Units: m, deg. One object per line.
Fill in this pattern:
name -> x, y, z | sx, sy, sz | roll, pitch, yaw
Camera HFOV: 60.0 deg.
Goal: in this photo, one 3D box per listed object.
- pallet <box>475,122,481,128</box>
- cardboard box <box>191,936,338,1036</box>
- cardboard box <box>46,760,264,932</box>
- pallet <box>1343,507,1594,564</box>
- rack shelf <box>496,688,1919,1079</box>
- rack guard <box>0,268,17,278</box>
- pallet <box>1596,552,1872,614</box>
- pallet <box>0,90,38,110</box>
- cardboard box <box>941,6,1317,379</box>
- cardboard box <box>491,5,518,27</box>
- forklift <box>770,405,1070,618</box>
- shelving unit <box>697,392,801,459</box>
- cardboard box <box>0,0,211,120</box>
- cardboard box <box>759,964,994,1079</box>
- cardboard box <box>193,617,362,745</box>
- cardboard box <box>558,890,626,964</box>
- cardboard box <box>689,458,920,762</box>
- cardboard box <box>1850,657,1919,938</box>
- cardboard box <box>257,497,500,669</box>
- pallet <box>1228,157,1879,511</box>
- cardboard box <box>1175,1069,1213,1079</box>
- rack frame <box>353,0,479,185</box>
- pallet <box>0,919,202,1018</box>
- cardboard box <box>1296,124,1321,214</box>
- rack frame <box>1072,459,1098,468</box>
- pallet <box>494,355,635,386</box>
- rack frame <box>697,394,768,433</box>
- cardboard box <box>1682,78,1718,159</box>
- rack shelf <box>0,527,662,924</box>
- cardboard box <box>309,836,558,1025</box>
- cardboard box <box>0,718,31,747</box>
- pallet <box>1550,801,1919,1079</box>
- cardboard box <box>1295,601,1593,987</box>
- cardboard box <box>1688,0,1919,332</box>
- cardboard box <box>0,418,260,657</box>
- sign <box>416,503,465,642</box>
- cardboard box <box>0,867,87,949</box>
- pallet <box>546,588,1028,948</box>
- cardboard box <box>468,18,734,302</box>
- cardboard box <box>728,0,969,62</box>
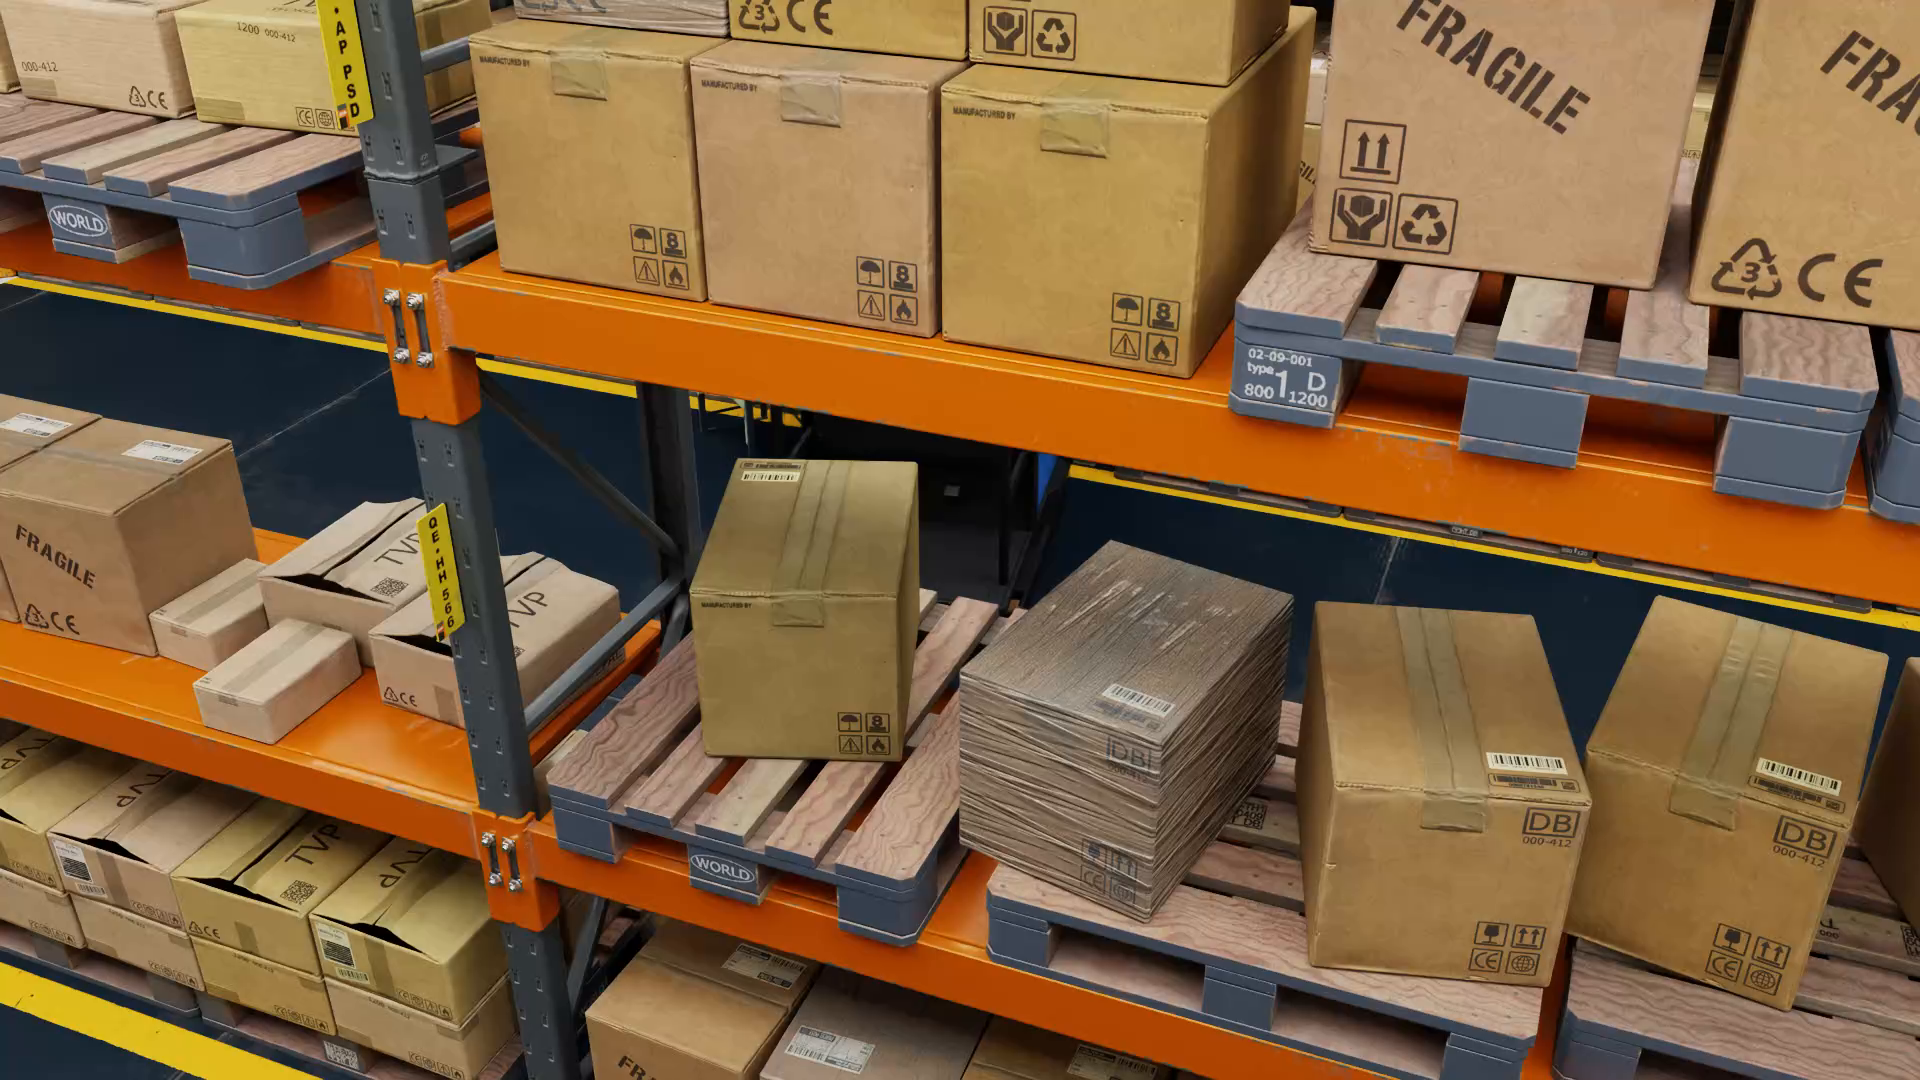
pallet -> -2.201, -2.379, 9.606 | 1.213, 0.211, 1.003 | 11, 31, 19
cardboard box -> -2.065, 1.263, 5.335 | 0.500, 0.250, 0.500 | 11, 31, 19
cardboard box -> -2.535, 0.926, 5.360 | 0.500, 0.311, 0.500 | 11, 31, 19
pallet -> 2.681, -0.310, 8.584 | 1.213, 0.211, 1.003 | 11, 31, 19
rack shelf -> 0.847, 1.012, 4.142 | 4.000, 0.370, 1.077 | 11, 31, 19
rack guard -> -6.490, -2.308, 11.826 | 0.348, 0.500, 1.175 | 11, 31, 19
pallet -> 3.816, -0.085, 8.186 | 1.213, 0.211, 1.003 | 11, 31, 19
pallet -> -2.706, -1.185, 4.442 | 1.213, 0.211, 1.003 | 13, 32, 21
cardboard box -> 0.365, -0.765, 3.405 | 0.500, 0.500, 0.910 | 11, 31, 19
cardboard box -> -2.395, -2.796, 9.600 | 0.500, 0.500, 0.700 | 11, 31, 19
forklift -> -0.238, -0.959, 6.967 | 1.130, 2.935, 3.031 | 6, 30, 11
shelving unit -> -1.099, -1.145, 8.752 | 0.431, 1.500, 0.755 | -15, 33, -25
cardboard box -> -1.941, -1.242, 4.076 | 0.500, 0.250, 0.500 | 12, 32, 20
cardboard box -> -0.205, 1.534, 4.581 | 0.500, 0.500, 0.500 | 10, 31, 17
cardboard box -> -1.944, 0.398, 4.753 | 0.250, 0.149, 0.380 | 11, 31, 19
cardboard box -> -1.381, 1.112, 5.602 | 0.500, 0.250, 0.500 | 11, 31, 19
cardboard box -> -0.381, 0.167, 4.377 | 0.500, 0.500, 0.700 | 1, 30, 2
cardboard box -> 2.345, 0.653, 3.518 | 0.500, 0.500, 0.700 | 1, 30, 2
cardboard box -> -1.763, 0.114, 5.091 | 0.500, 0.311, 0.500 | 11, 31, 19
pallet -> 1.160, -0.498, 3.226 | 1.003, 0.211, 1.213 | 11, 31, 19
cardboard box -> 0.743, 1.723, 4.246 | 0.500, 0.500, 0.500 | 10, 31, 17
rack frame -> -1.007, -2.283, 3.144 | 0.127, 3.000, 1.000 | 11, 31, 19
pallet -> -2.881, 1.146, 6.008 | 1.213, 0.211, 1.003 | 11, 31, 19
cardboard box -> 1.688, -1.805, 7.970 | 0.500, 0.500, 0.500 | 12, 32, 21
rack frame -> 0.852, -1.931, 8.617 | 0.127, 3.000, 1.000 | 11, 31, 19
pallet -> -2.132, -1.313, 10.359 | 1.213, 0.211, 1.003 | 11, 31, 19
rack frame -> -1.275, -1.303, 9.031 | 0.400, 1.500, 0.023 | -15, 33, -25
cardboard box -> 3.087, -1.862, 7.309 | 0.500, 0.250, 0.500 | 12, 32, 20
rack shelf -> -2.860, 0.272, 5.452 | 4.000, 0.370, 1.077 | 11, 31, 19
cardboard box -> -1.585, 1.114, 5.028 | 0.500, 0.311, 0.500 | 12, 32, 20
cardboard box -> -3.482, 0.739, 5.692 | 0.500, 0.311, 0.500 | 10, 31, 17
pallet -> 2.000, 0.955, 3.708 | 1.213, 0.211, 1.003 | 11, 31, 19
cardboard box -> 1.040, 0.544, 3.711 | 0.500, 0.500, 0.700 | 4, 30, 6
cardboard box -> 1.633, -0.747, 2.845 | 0.600, 0.600, 0.600 | 11, 31, 19
cardboard box -> -2.568, -0.018, 5.131 | 0.500, 0.500, 0.500 | 10, 31, 16
sign -> -1.212, 0.078, 3.886 | 0.005, 0.325, 0.100 | 11, 31, 19
cardboard box -> -3.007, 1.075, 5.668 | 0.500, 0.250, 0.500 | 12, 32, 20
pallet -> -0.352, 0.506, 4.502 | 1.003, 0.211, 1.213 | 11, 31, 19
cardboard box -> -0.590, -0.955, 3.742 | 0.500, 0.500, 0.910 | 11, 31, 19
cardboard box -> -0.132, -1.278, 3.296 | 0.500, 0.500, 0.500 | 11, 31, 19
